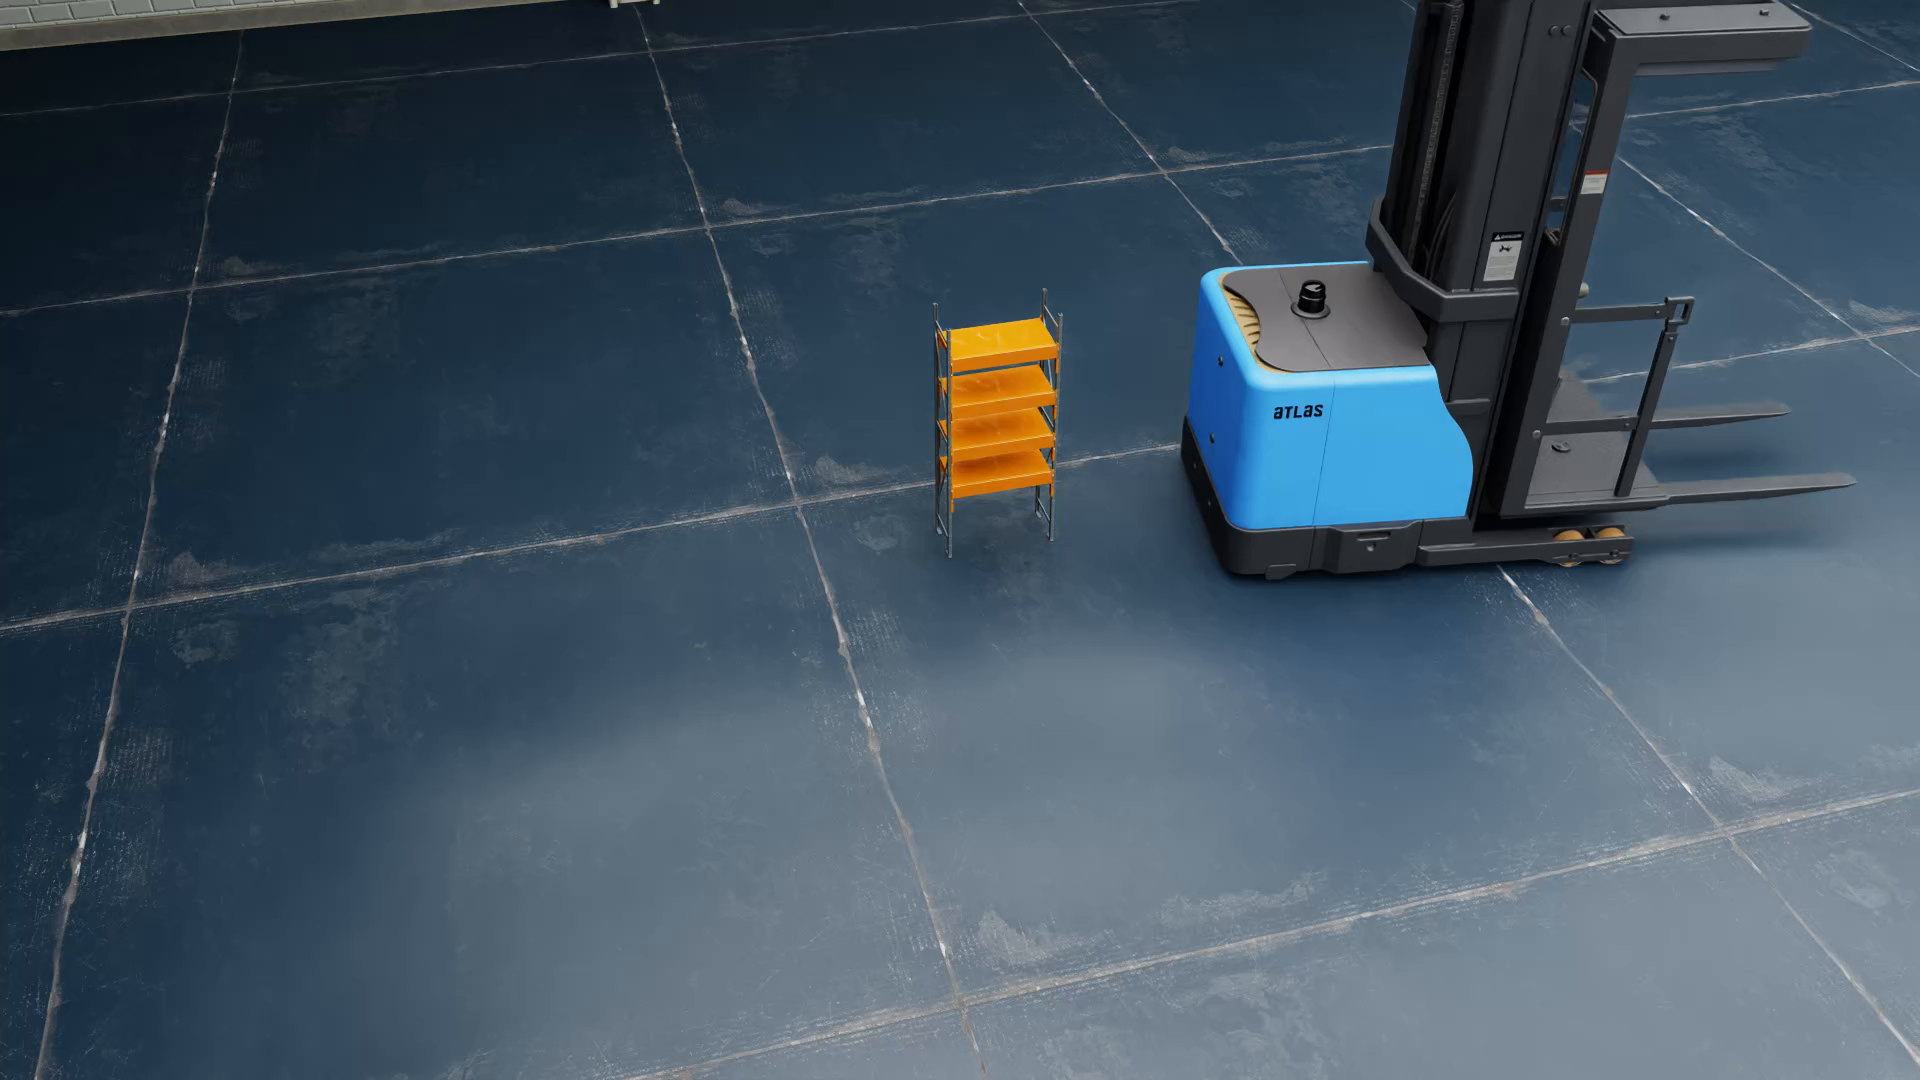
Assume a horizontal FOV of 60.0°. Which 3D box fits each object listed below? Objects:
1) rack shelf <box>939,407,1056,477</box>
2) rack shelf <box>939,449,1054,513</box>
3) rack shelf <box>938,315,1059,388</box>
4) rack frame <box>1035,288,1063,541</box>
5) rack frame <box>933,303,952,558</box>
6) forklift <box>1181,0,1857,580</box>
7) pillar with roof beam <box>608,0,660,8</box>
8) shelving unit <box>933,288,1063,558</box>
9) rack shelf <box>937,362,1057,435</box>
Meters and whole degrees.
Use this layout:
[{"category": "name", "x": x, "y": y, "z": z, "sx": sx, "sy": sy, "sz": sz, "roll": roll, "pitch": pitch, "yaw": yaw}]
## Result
[{"category": "rack shelf", "x": 0.160, "y": -0.449, "z": 7.461, "sx": 0.480, "sy": 0.148, "sz": 0.258, "roll": -9, "pitch": 38, "yaw": -12}, {"category": "rack shelf", "x": 0.160, "y": -0.292, "z": 7.581, "sx": 0.480, "sy": 0.148, "sz": 0.258, "roll": -9, "pitch": 38, "yaw": -12}, {"category": "rack shelf", "x": 0.160, "y": -0.815, "z": 7.181, "sx": 0.480, "sy": 0.148, "sz": 0.258, "roll": -9, "pitch": 38, "yaw": -12}, {"category": "rack frame", "x": 0.395, "y": -0.541, "z": 7.470, "sx": 0.015, "sy": 1.200, "sz": 0.240, "roll": -9, "pitch": 38, "yaw": -12}, {"category": "rack frame", "x": -0.076, "y": -0.464, "z": 7.369, "sx": 0.015, "sy": 1.200, "sz": 0.240, "roll": -9, "pitch": 38, "yaw": -12}, {"category": "forklift", "x": 2.636, "y": -1.359, "z": 7.115, "sx": 3.031, "sy": 2.935, "sz": 1.130, "roll": -4, "pitch": 38, "yaw": -5}, {"category": "pillar with roof beam", "x": -1.527, "y": -5.434, "z": 7.448, "sx": 0.400, "sy": 9.000, "sz": 9.100, "roll": -9, "pitch": 38, "yaw": -12}, {"category": "shelving unit", "x": 0.160, "y": -0.503, "z": 7.420, "sx": 0.503, "sy": 1.200, "sz": 0.258, "roll": -9, "pitch": 38, "yaw": -12}, {"category": "rack shelf", "x": 0.160, "y": -0.627, "z": 7.325, "sx": 0.480, "sy": 0.148, "sz": 0.258, "roll": -9, "pitch": 38, "yaw": -12}]
